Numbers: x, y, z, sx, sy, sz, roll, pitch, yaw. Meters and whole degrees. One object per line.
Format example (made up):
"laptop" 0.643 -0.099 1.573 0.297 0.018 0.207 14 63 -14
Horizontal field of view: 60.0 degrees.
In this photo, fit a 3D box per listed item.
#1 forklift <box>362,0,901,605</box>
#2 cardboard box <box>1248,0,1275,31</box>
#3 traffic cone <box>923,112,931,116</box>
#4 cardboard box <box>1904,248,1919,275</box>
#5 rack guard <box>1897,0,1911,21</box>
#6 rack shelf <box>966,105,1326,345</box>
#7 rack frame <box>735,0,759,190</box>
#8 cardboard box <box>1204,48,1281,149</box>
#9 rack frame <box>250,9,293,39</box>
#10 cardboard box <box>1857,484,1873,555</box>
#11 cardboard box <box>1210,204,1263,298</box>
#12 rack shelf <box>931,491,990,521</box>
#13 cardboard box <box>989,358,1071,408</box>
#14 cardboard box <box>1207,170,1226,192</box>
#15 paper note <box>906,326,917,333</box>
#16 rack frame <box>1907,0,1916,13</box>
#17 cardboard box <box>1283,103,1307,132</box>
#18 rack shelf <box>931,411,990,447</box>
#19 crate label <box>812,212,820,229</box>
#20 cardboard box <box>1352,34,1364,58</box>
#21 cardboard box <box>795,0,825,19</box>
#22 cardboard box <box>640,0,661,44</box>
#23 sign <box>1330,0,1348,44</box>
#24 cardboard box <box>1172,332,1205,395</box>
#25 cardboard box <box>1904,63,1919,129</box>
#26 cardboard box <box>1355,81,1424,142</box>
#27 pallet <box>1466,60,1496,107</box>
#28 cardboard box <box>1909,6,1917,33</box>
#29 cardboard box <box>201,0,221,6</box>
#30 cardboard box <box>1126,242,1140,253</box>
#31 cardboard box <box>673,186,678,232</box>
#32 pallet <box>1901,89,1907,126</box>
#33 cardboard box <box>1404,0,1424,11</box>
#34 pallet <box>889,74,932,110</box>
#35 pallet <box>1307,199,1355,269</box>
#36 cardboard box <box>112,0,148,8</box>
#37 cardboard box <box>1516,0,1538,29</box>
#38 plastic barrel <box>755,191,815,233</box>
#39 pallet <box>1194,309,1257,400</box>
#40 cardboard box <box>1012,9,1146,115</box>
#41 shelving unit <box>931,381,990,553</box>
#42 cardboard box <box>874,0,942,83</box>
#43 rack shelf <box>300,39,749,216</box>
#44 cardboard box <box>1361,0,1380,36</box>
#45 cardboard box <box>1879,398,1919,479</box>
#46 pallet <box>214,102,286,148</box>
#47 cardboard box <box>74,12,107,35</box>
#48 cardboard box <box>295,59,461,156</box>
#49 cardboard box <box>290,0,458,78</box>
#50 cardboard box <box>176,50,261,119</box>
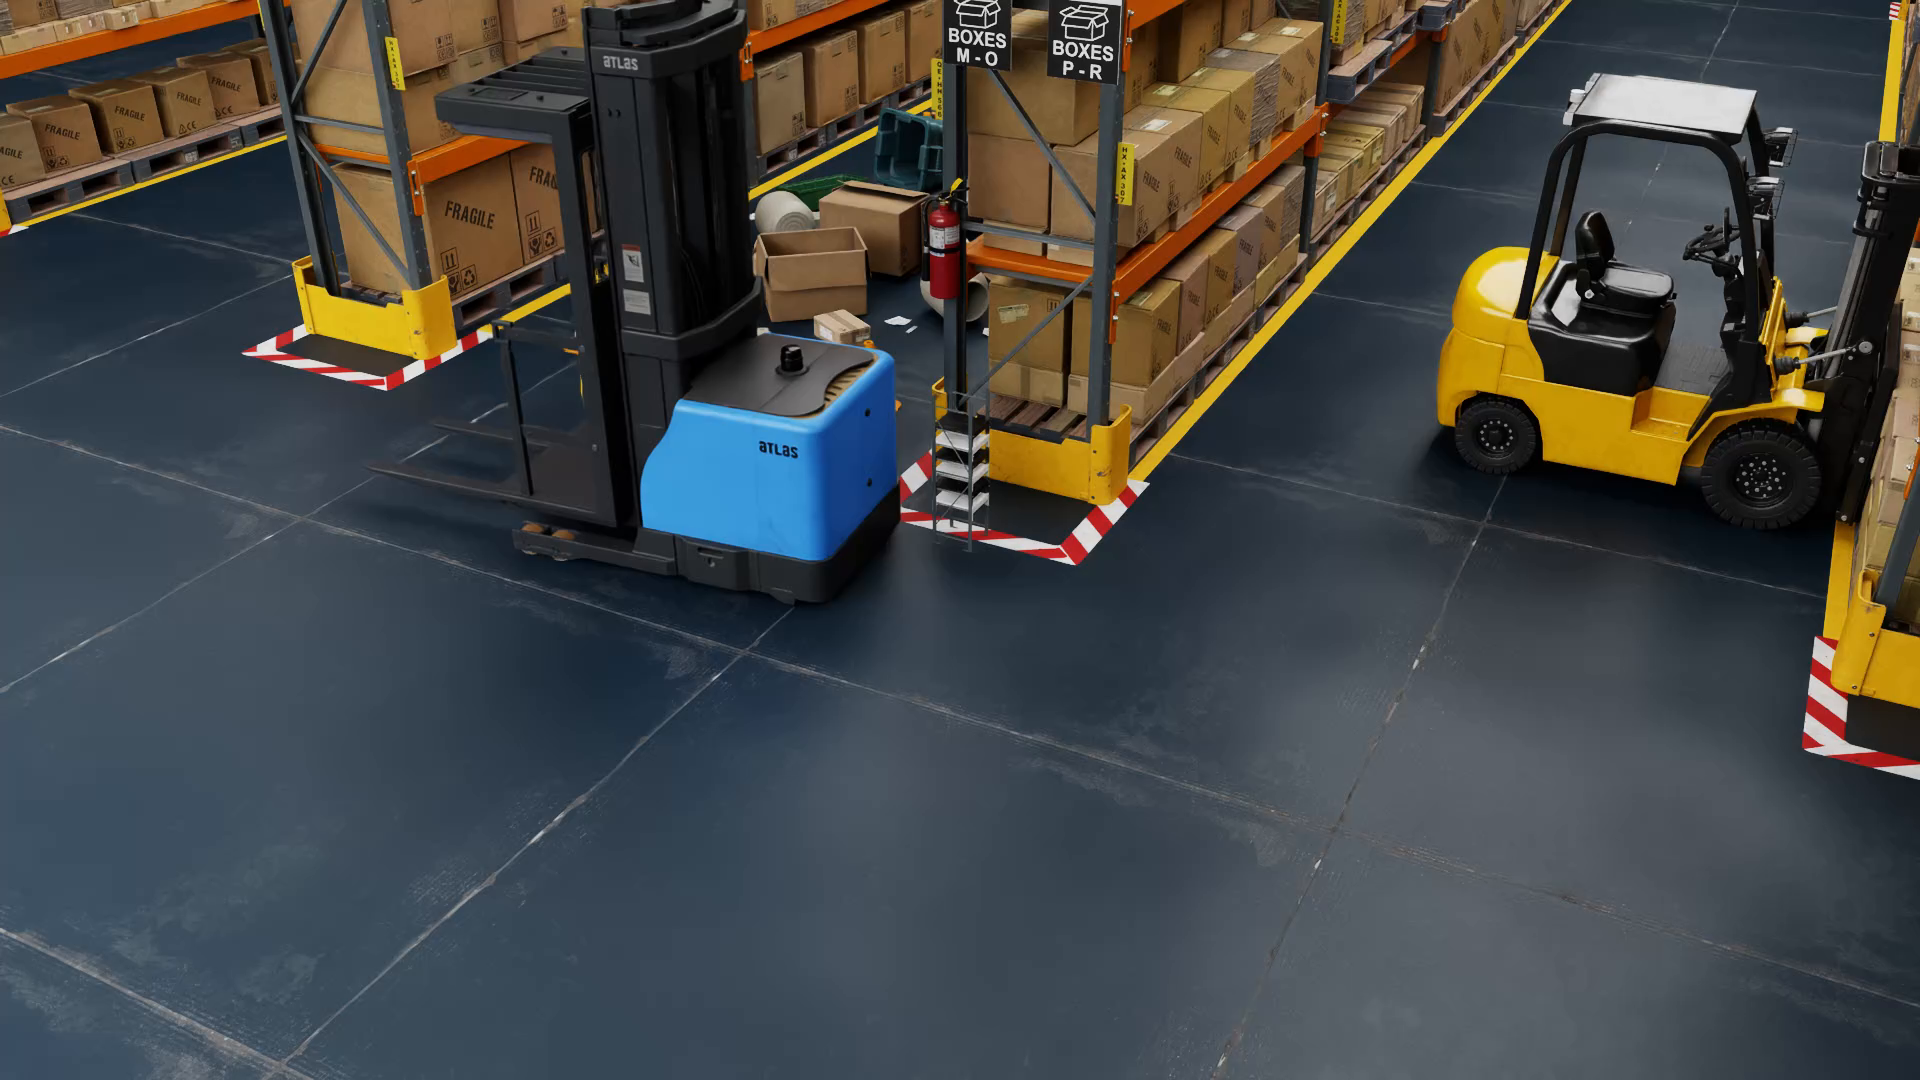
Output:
"forklift" -1.902 -1.387 8.722 3.031 2.935 1.130 11 32 18
"cardboard box" 1.805 -3.897 11.621 0.700 0.500 0.500 14 33 23
"traffic cone" -0.299 -3.667 15.171 0.336 0.463 0.334 14 33 23
"cardboard box" 6.119 -1.592 10.346 0.500 0.250 0.500 14 33 23
"rack guard" 12.051 -6.515 20.092 1.175 0.500 0.348 14 33 23
"rack shelf" 1.287 -2.238 10.858 1.077 0.370 4.000 14 33 23
"rack frame" -2.254 -4.515 14.100 1.000 3.000 0.127 14 33 23
"cardboard box" 1.757 -2.895 10.880 0.500 0.500 0.500 15 33 25
"rack frame" -6.623 -5.685 16.138 1.000 3.000 0.127 14 33 23
"cardboard box" 4.965 -0.027 8.625 0.500 0.250 0.500 14 33 23
"cardboard box" 1.706 -1.976 11.266 0.500 0.500 0.500 16 34 26
"rack shelf" 0.004 -0.209 9.138 0.258 0.077 0.200 14 33 23
"cardboard box" 0.516 -1.083 10.464 0.500 0.250 0.500 14 33 23
"cardboard box" 1.469 -2.338 10.561 0.380 0.149 0.250 13 32 22
"paper note" -0.345 -1.502 11.855 0.032 0.001 0.123 14 33 23
"rack frame" 12.086 -7.632 19.528 1.000 3.000 0.127 14 33 23
"cardboard box" 2.216 -3.004 11.721 0.380 0.149 0.250 15 33 24
"rack shelf" 0.004 -0.599 8.914 0.258 0.077 0.200 14 33 23
"crate label" -1.132 -2.614 13.664 0.298 0.136 0.250 -7 31 -11
"cardboard box" 2.853 -3.792 12.672 0.380 0.149 0.250 15 33 24
"cardboard box" -1.546 -4.954 14.765 0.500 0.500 0.500 15 33 24
"cardboard box" -2.642 -4.165 13.340 0.875 0.550 0.550 14 33 23
"sign" 2.685 -3.693 11.799 0.100 0.325 0.005 14 33 23
"cardboard box" 1.229 -1.173 10.619 0.500 0.250 0.500 16 33 25
"cardboard box" 9.136 -4.107 15.477 0.500 0.500 0.500 13 32 22
"cardboard box" 3.754 -4.004 15.428 0.950 0.372 0.625 12 32 20
"pallet" 5.004 -4.872 17.522 1.003 0.211 1.213 14 33 23
"cardboard box" 10.969 -5.899 18.598 0.500 0.500 0.500 15 33 24
"cardboard box" -6.995 -4.991 15.182 0.380 0.149 0.250 14 33 23
"cardboard box" 0.818 -1.773 9.578 0.380 0.149 0.250 15 33 24
"cardboard box" -2.048 -2.511 13.118 0.500 0.500 0.500 21 36 32
"pallet" 9.927 -4.280 16.492 1.003 0.211 1.213 14 33 23
"cardboard box" 3.714 -4.592 14.066 0.380 0.149 0.250 15 33 24
"pallet" -0.858 -4.747 17.304 1.003 0.211 1.213 14 33 23
"pallet" 2.552 -2.573 13.519 1.003 0.211 1.213 14 33 23
"cardboard box" -7.545 -5.001 14.548 0.875 0.500 0.500 14 33 23
"cardboard box" 6.225 -6.308 19.374 0.875 0.438 0.875 14 33 23
"plastic barrel" -1.405 -2.547 13.260 0.421 0.421 0.512 -12 32 -20
"pallet" 1.370 -1.379 11.439 1.003 0.211 1.213 14 33 23
"cardboard box" 0.652 -2.768 9.655 0.700 0.500 0.500 15 33 24
"shelving unit" 0.004 -0.394 9.032 0.258 0.900 0.210 14 33 23
"cardboard box" -0.789 -5.245 17.209 1.050 0.750 0.750 14 33 23
"rack shelf" -3.165 -3.316 12.735 1.077 0.370 4.000 14 33 23
"cardboard box" 2.895 -4.156 12.655 0.500 0.500 0.500 14 33 23
"cardboard box" 4.956 -0.465 8.383 0.500 0.250 0.500 15 33 24
"pallet" -6.898 -4.170 16.300 1.003 0.211 1.213 14 33 23
"cardboard box" -7.540 -4.431 14.206 0.380 0.149 0.250 14 33 23
"cardboard box" -3.948 -2.982 11.279 0.875 0.550 0.550 14 33 23
"cardboard box" -3.873 -3.431 10.977 0.875 0.550 0.550 14 33 23
"cardboard box" -7.095 -4.359 15.917 0.500 0.500 0.500 -26 39 -37
